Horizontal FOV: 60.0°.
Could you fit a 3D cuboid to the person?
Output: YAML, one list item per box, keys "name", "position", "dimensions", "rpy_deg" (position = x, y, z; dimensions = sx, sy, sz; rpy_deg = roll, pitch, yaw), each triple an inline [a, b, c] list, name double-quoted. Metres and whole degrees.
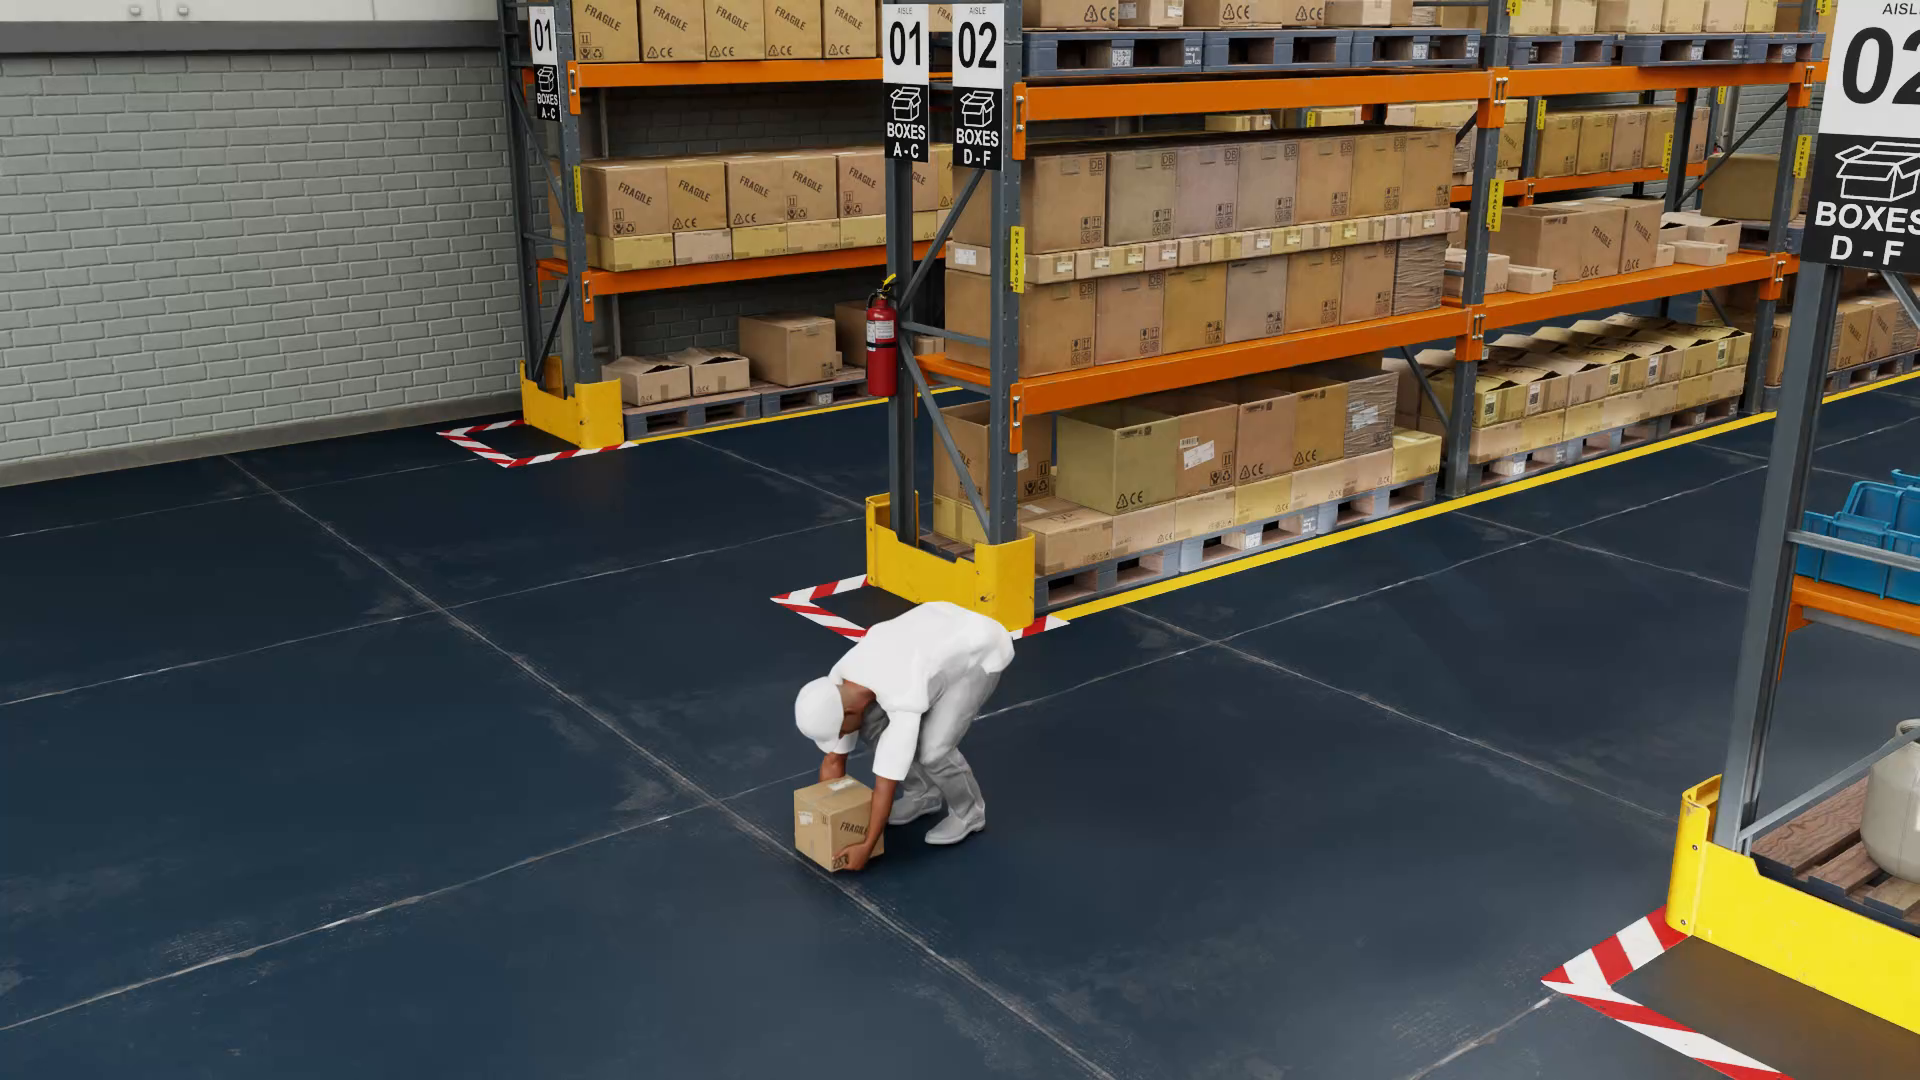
- name: "person"
  position: [-0.226, 0.748, 6.538]
  dimensions: [0.975, 0.925, 0.500]
  rpy_deg: [-15, 23, -39]
